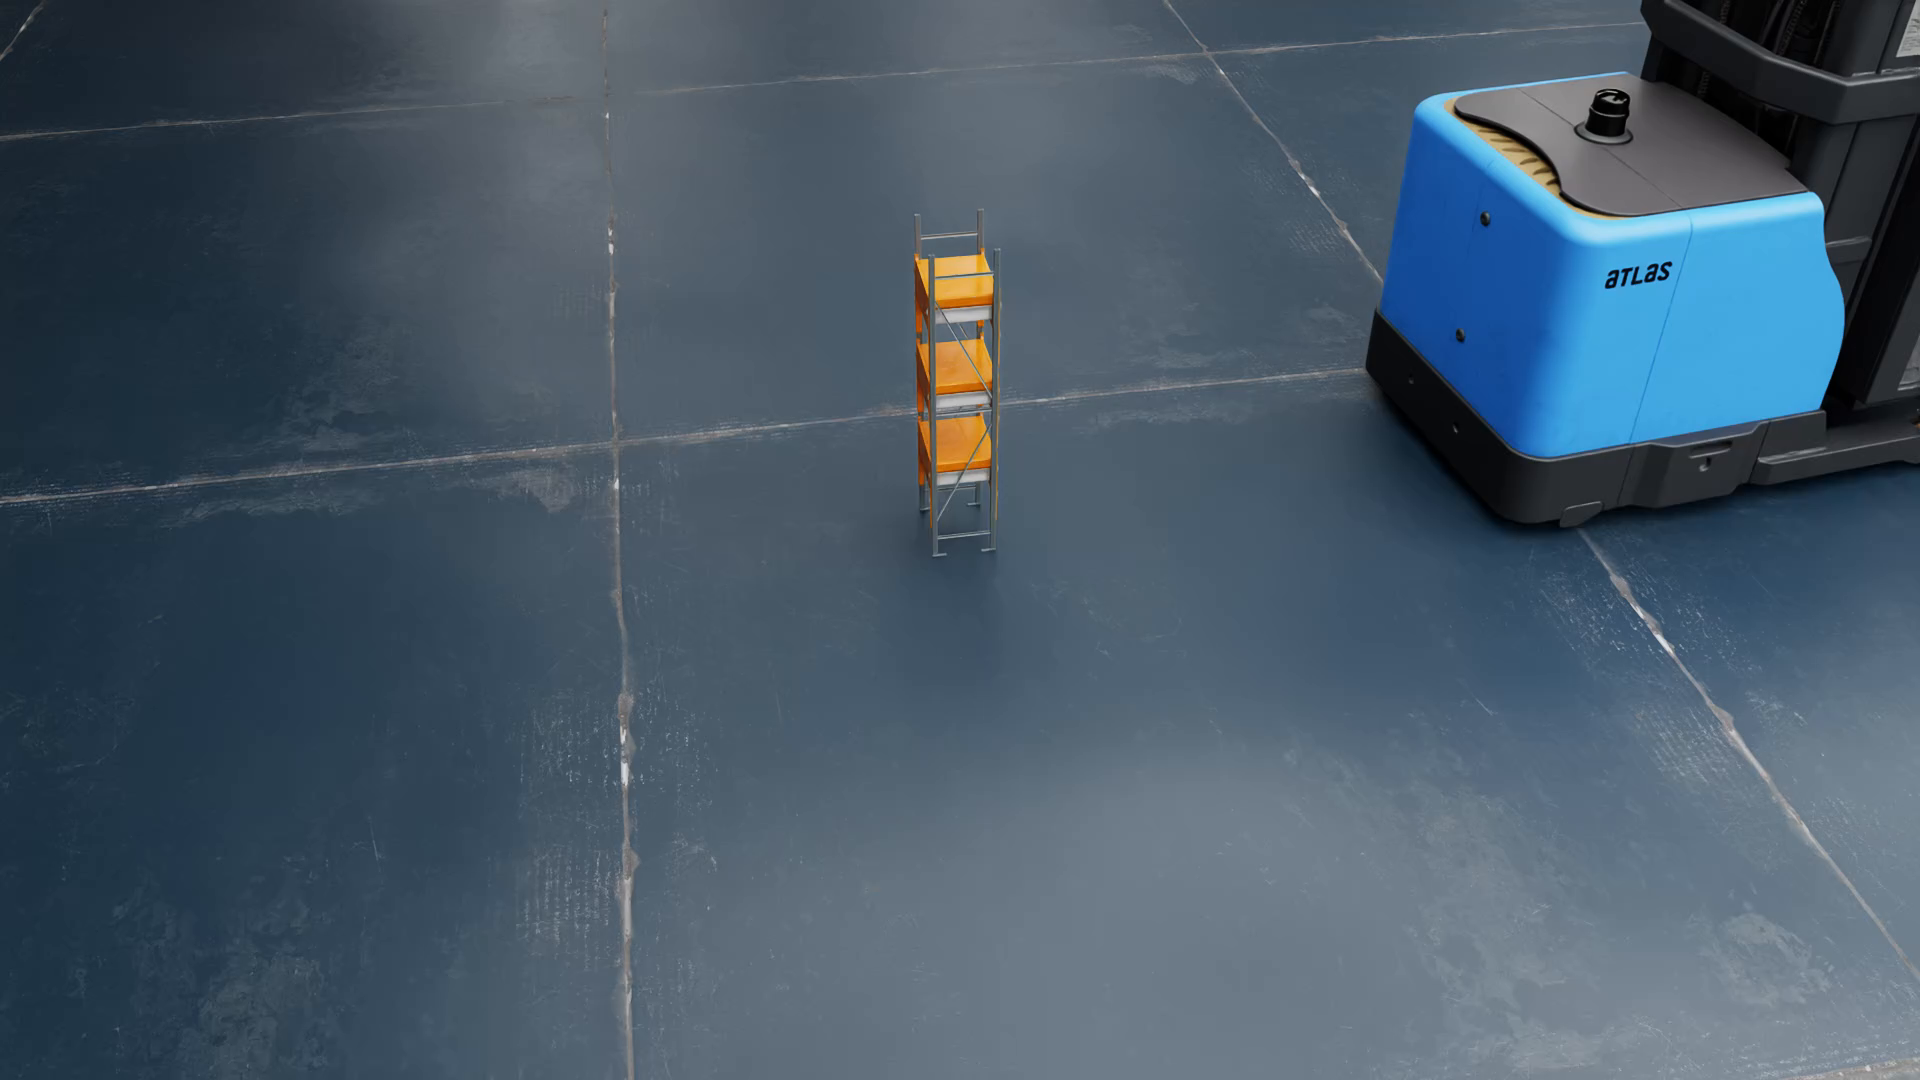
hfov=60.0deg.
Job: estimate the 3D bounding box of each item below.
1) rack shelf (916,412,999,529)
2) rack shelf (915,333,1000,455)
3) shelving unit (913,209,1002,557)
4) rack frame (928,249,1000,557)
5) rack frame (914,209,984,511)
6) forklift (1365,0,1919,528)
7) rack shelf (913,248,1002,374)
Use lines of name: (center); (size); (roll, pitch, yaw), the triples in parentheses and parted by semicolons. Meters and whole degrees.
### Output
rack shelf: (-0.009, -0.219, 5.147); (0.215, 0.259, 0.240); (-6, 38, -8)
rack shelf: (-0.009, -0.439, 4.976); (0.215, 0.259, 0.240); (-6, 38, -8)
shelving unit: (-0.009, -0.447, 4.970); (0.215, 1.050, 0.252); (-6, 38, -8)
rack frame: (0.012, -0.373, 4.875); (0.200, 1.050, 0.008); (-6, 38, -8)
rack frame: (-0.031, -0.521, 5.064); (0.200, 1.050, 0.008); (-6, 38, -8)
forklift: (3.019, -1.704, 5.054); (3.031, 2.935, 1.130); (-10, 39, -13)
rack shelf: (-0.009, -0.663, 4.802); (0.215, 0.259, 0.240); (-6, 38, -8)
